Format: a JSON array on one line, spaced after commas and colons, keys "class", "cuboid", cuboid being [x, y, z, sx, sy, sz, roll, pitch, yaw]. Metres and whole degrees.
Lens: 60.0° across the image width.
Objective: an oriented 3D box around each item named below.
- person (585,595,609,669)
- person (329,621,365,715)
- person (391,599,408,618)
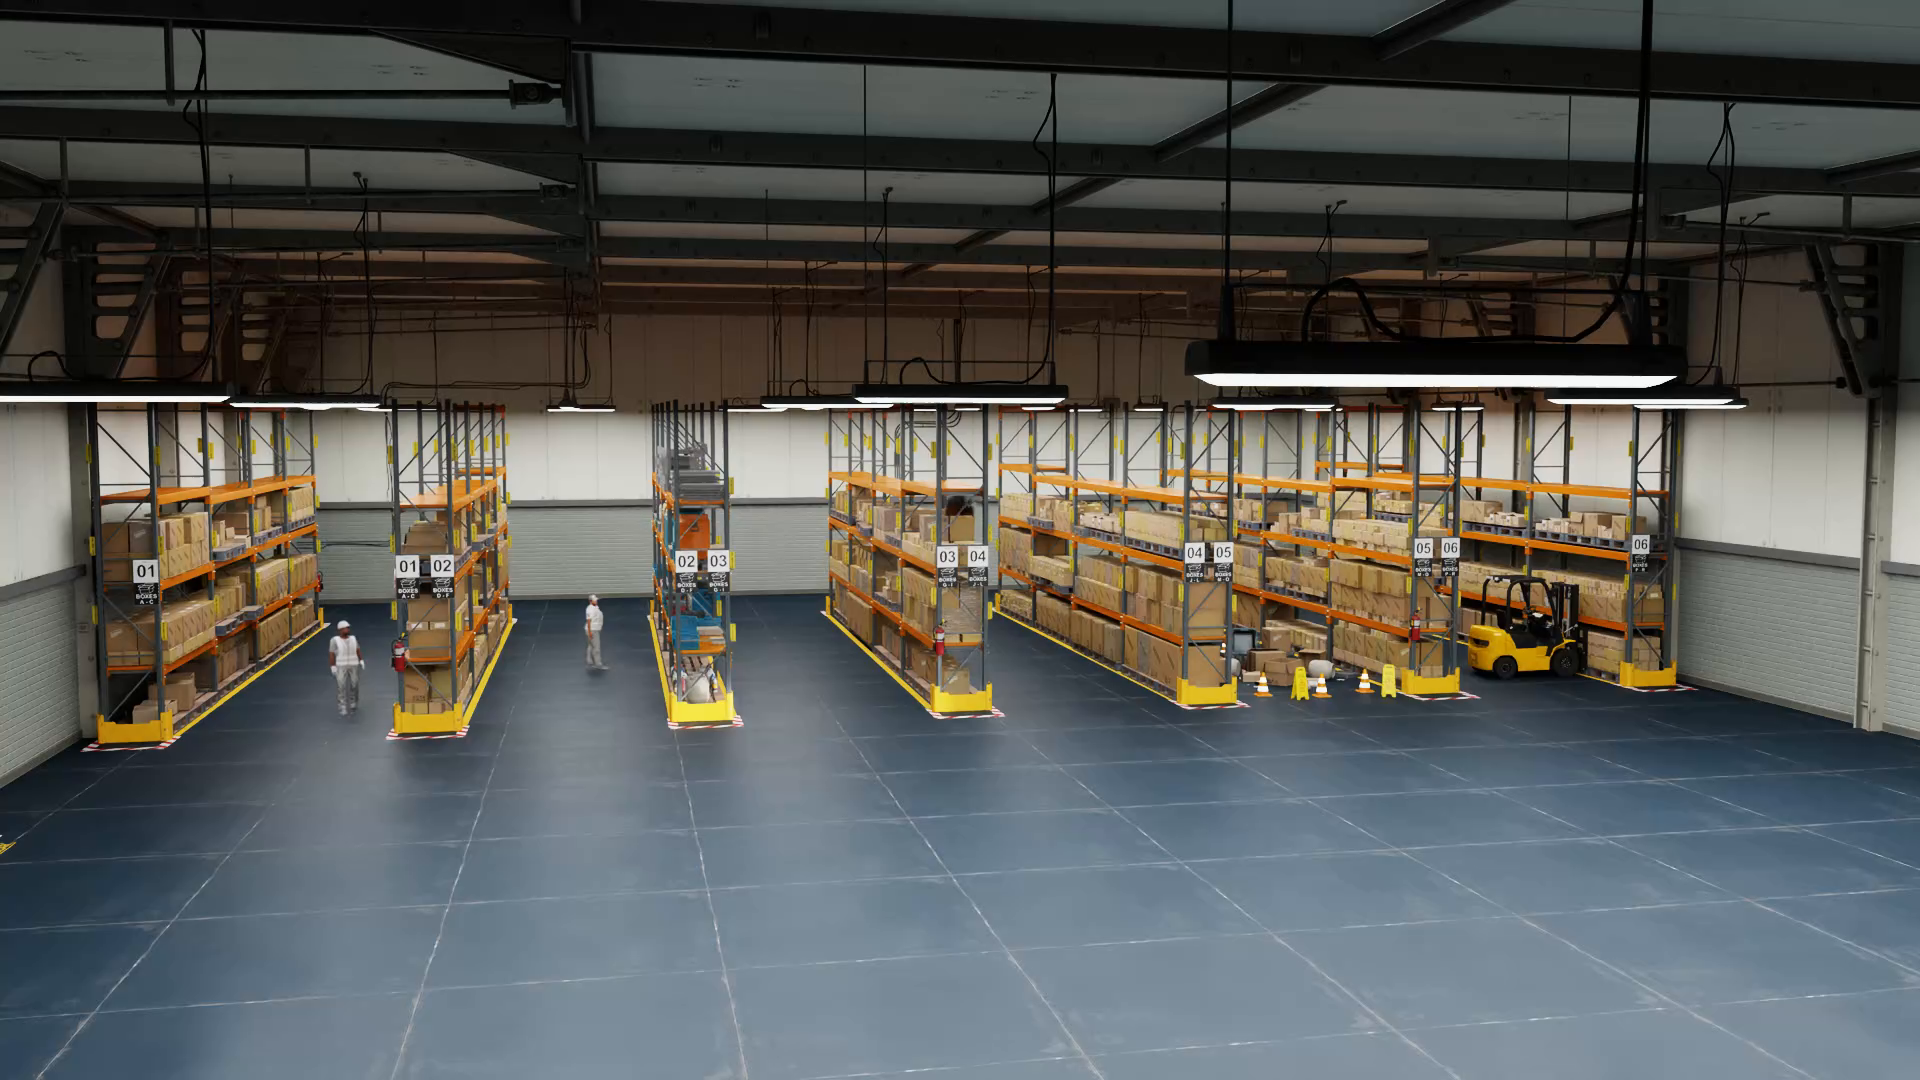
[{"class": "person", "cuboid": [-8.196, 2.064, 37.574, 0.536, 1.664, 0.515, 0, 4, -4]}, {"class": "person", "cuboid": [-11.805, 2.451, 32.044, 0.632, 1.753, 0.730, -2, 5, -24]}, {"class": "person", "cuboid": [-15.346, 1.388, 46.455, 1.044, 1.612, 0.589, -1, 4, -11]}]
